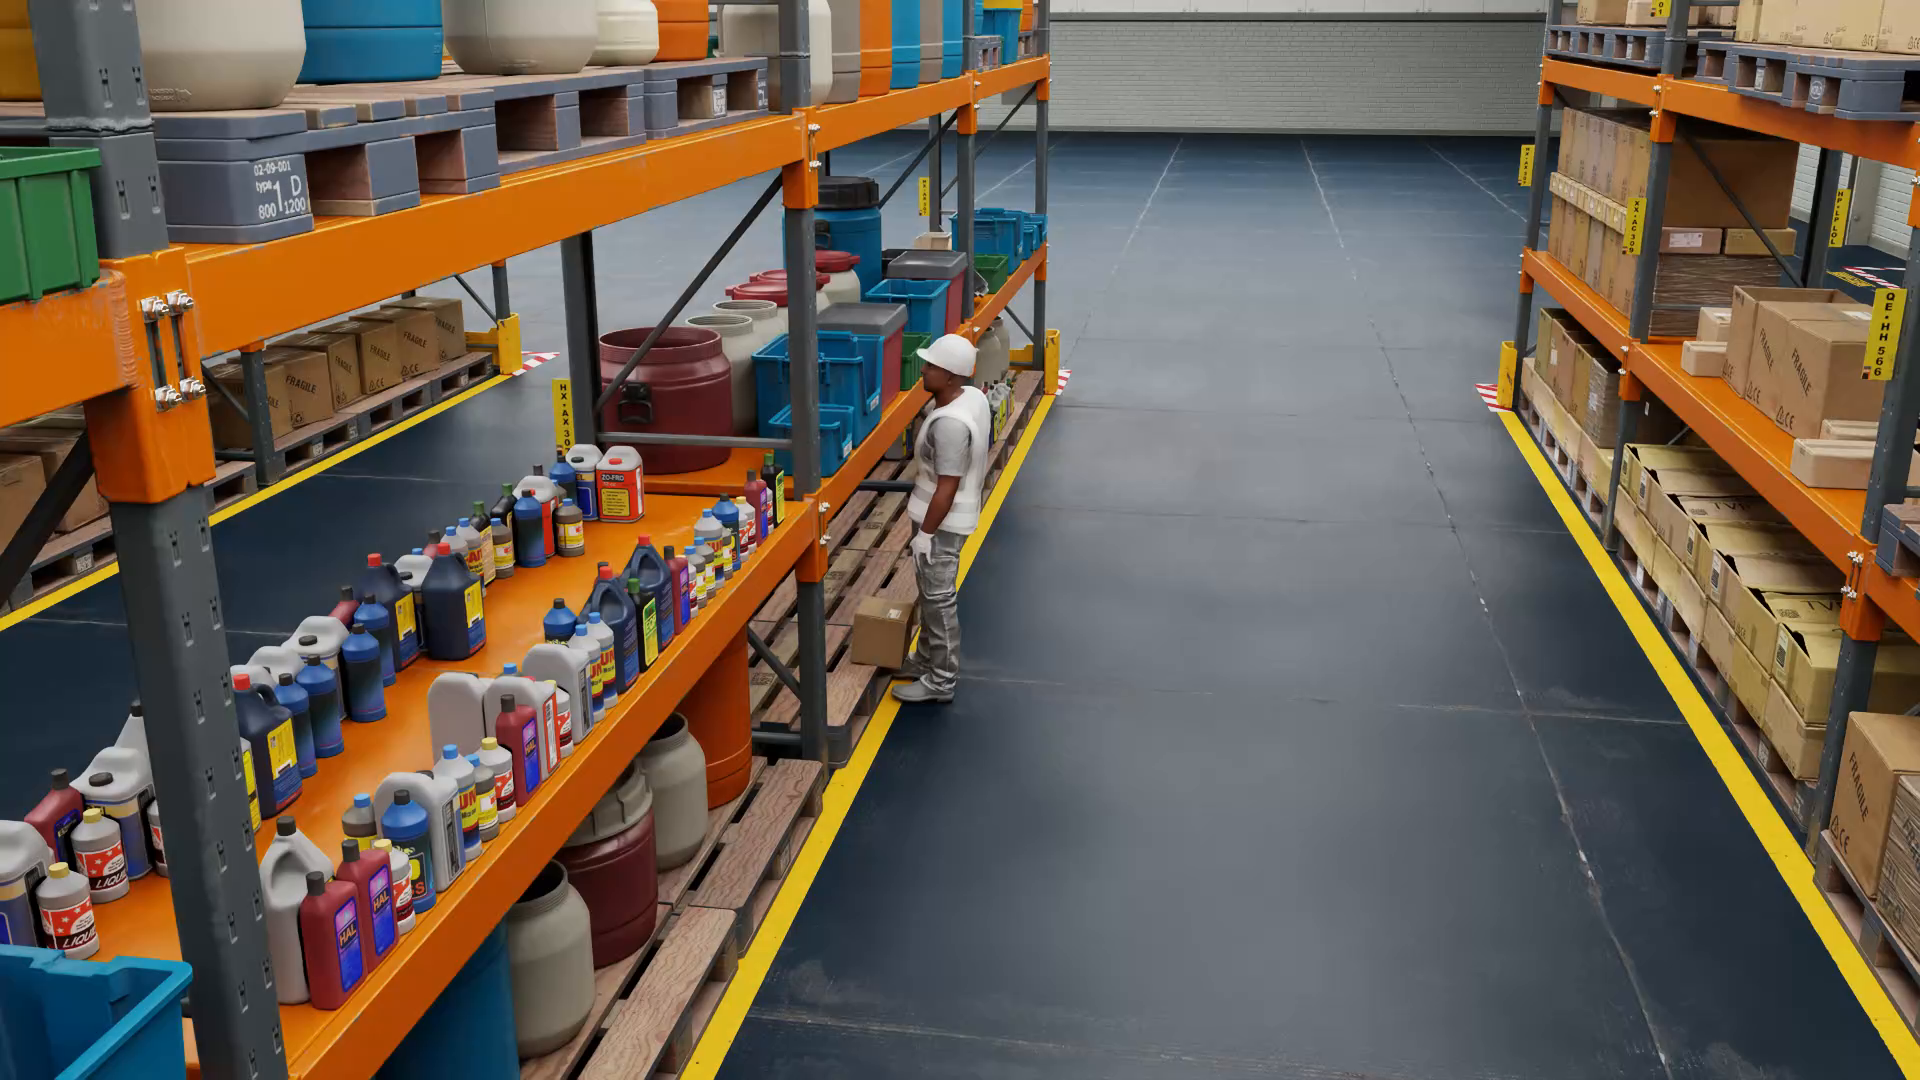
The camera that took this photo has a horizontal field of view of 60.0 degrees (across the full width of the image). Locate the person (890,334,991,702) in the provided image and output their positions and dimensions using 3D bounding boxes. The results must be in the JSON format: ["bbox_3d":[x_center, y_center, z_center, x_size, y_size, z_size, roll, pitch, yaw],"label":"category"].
[{"bbox_3d":[-0.157,-0.094,7.784,0.577,1.782,0.656,3,18,9],"label":"person"}]
